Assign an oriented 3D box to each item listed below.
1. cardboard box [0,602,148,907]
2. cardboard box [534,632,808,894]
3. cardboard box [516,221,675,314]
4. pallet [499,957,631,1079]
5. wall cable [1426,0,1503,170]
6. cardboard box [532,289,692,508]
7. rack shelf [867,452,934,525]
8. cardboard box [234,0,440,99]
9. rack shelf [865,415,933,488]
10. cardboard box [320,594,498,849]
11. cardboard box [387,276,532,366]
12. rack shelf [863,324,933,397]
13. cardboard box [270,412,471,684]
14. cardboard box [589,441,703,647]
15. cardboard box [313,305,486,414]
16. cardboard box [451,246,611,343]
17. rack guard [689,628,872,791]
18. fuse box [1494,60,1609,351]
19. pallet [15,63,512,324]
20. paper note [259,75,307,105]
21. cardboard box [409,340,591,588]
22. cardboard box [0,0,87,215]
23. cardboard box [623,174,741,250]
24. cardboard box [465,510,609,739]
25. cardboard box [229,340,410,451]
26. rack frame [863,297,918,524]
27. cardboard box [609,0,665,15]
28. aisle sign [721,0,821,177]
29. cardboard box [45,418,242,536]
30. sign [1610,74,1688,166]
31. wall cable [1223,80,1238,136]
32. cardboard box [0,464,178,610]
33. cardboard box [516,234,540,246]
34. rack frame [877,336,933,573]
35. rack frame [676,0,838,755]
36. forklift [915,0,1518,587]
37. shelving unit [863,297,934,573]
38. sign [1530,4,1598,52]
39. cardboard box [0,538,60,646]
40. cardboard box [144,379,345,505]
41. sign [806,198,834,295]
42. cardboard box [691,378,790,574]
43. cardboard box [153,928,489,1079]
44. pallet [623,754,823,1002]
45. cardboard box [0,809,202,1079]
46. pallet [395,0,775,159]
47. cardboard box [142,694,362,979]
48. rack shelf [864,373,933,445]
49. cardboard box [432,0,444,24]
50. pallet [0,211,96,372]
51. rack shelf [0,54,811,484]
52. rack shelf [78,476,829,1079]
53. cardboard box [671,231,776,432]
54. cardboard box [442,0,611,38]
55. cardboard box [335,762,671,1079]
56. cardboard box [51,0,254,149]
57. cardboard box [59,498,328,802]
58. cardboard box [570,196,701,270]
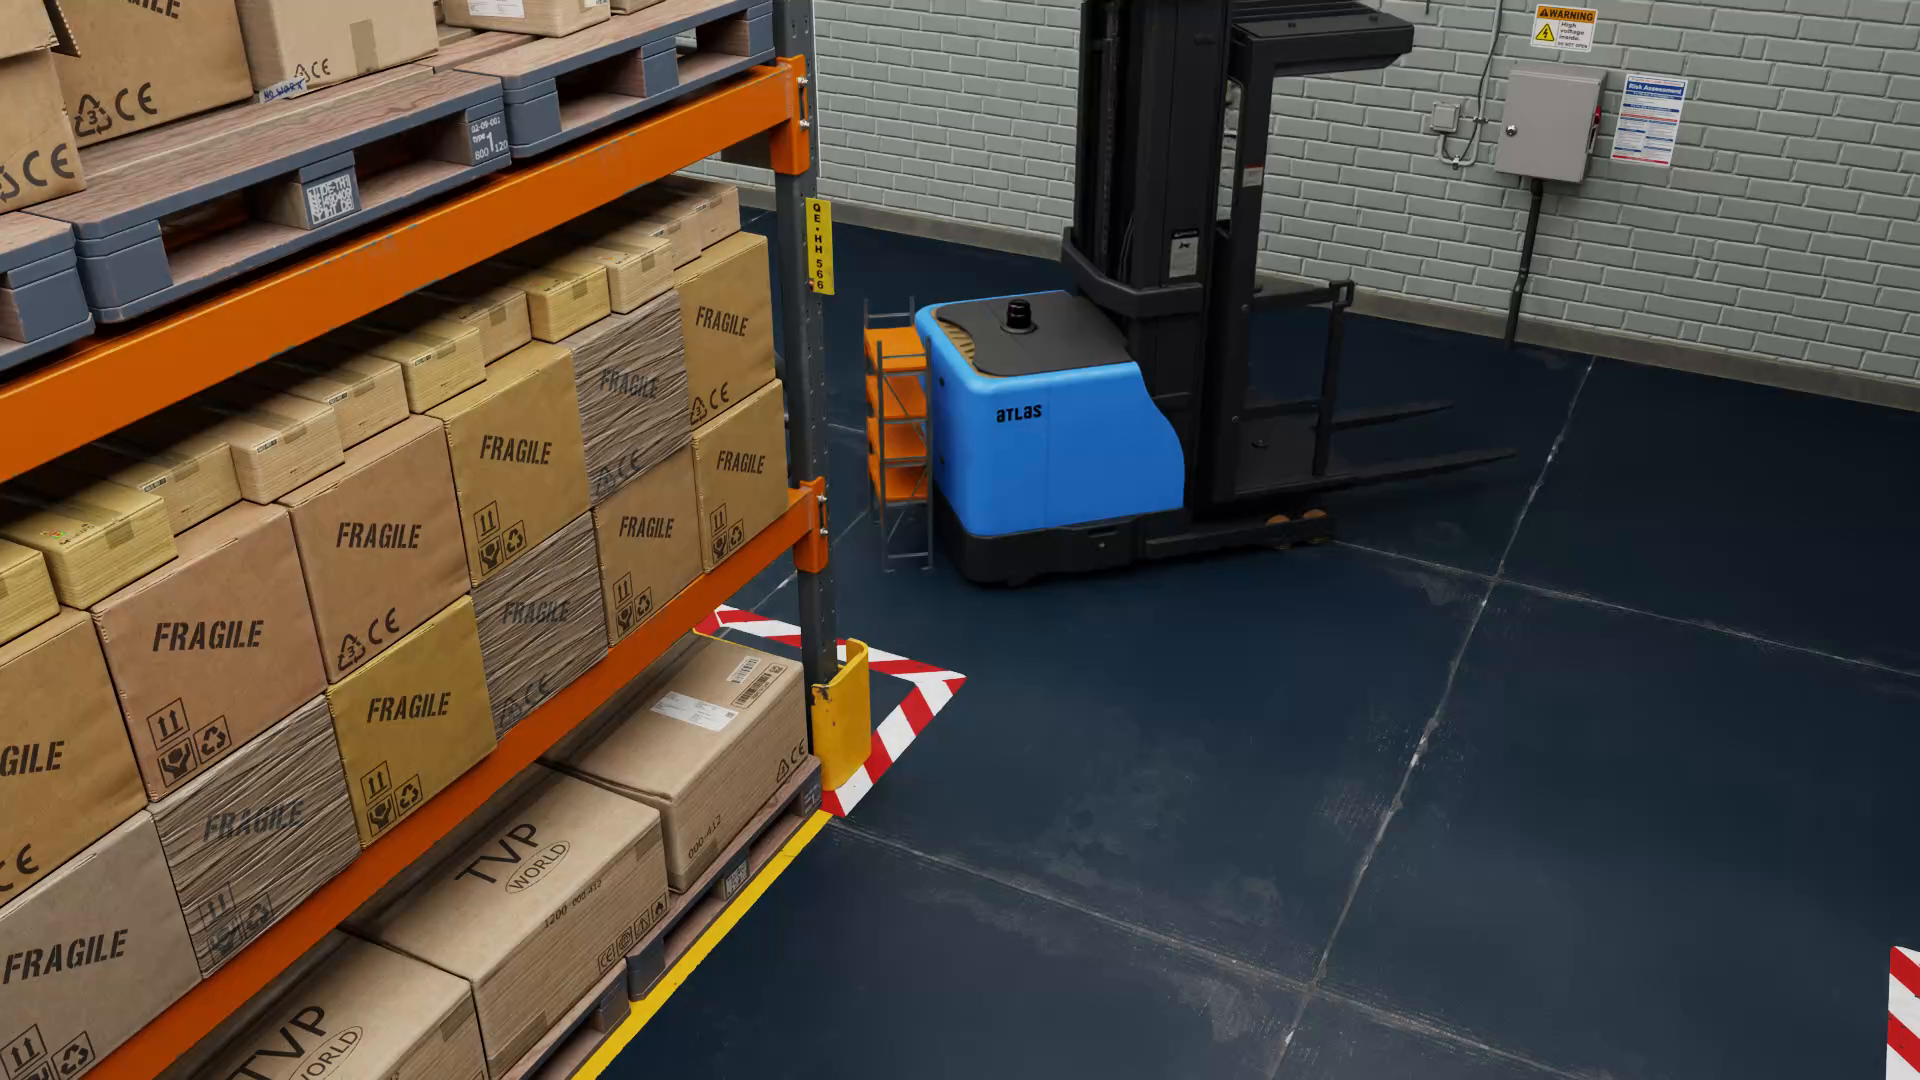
[{"bbox_3d":[-2.100,0.417,3.407,0.500,0.500,0.500,14,33,23],"label":"cardboard box"},{"bbox_3d":[-1.158,0.744,6.093,0.875,0.438,0.875,13,32,22],"label":"cardboard box"},{"bbox_3d":[-1.068,-0.802,4.879,0.380,0.149,0.250,14,33,23],"label":"cardboard box"},{"bbox_3d":[-1.797,1.620,5.217,1.003,0.211,1.213,14,33,23],"label":"pallet"},{"bbox_3d":[2.870,-3.129,9.667,0.588,1.984,0.122,14,33,23],"label":"wall cable"},{"bbox_3d":[-1.166,-0.471,4.954,0.500,0.500,0.500,14,33,23],"label":"cardboard box"},{"bbox_3d":[-0.292,-0.264,8.038,0.258,0.148,0.480,-5,30,-9],"label":"rack shelf"},{"bbox_3d":[-1.672,-1.336,4.119,0.500,0.311,0.500,15,33,24],"label":"cardboard box"},{"bbox_3d":[-0.292,-0.436,7.939,0.258,0.148,0.480,-5,30,-9],"label":"rack shelf"},{"bbox_3d":[-1.621,0.411,4.421,0.500,0.500,0.500,15,33,25],"label":"cardboard box"},{"bbox_3d":[-1.402,-0.600,4.527,0.380,0.149,0.250,14,33,23],"label":"cardboard box"},{"bbox_3d":[-0.292,-0.835,7.710,0.258,0.148,0.480,-5,30,-9],"label":"rack shelf"},{"bbox_3d":[-1.625,-0.030,4.186,0.500,0.500,0.500,14,33,23],"label":"cardboard box"},{"bbox_3d":[-1.172,-0.051,5.226,0.500,0.500,0.500,14,33,22],"label":"cardboard box"},{"bbox_3d":[-1.464,-0.476,4.311,0.380,0.149,0.250,15,33,24],"label":"cardboard box"},{"bbox_3d":[-1.219,-0.700,4.701,0.380,0.149,0.250,15,33,24],"label":"cardboard box"},{"bbox_3d":[-0.935,0.573,6.750,1.175,0.500,0.348,14,33,23],"label":"rack guard"},{"bbox_3d":[3.406,-1.905,9.850,0.539,1.711,0.414,14,33,23],"label":"fuse box"},{"bbox_3d":[-1.829,-0.888,3.862,1.003,0.211,1.213,14,33,23],"label":"pallet"},{"bbox_3d":[-1.385,-0.922,3.405,0.006,0.032,0.123,14,33,23],"label":"paper note"},{"bbox_3d":[-1.394,-0.253,4.573,0.500,0.500,0.500,14,33,23],"label":"cardboard box"},{"bbox_3d":[-2.182,-0.903,3.173,0.797,0.503,0.637,17,34,27],"label":"cardboard box"},{"bbox_3d":[-0.931,-1.054,5.317,0.380,0.149,0.250,15,33,24],"label":"cardboard box"},{"bbox_3d":[-1.398,0.180,4.825,0.500,0.500,0.500,15,33,25],"label":"cardboard box"},{"bbox_3d":[-1.600,-0.364,4.115,0.380,0.149,0.250,15,33,25],"label":"cardboard box"},{"bbox_3d":[-0.334,-0.614,8.114,0.240,1.200,0.015,-5,30,-9],"label":"rack frame"},{"bbox_3d":[-1.071,-1.742,4.887,0.500,0.250,0.500,11,32,19],"label":"cardboard box"},{"bbox_3d":[-0.637,-1.589,5.395,0.394,0.787,0.004,14,33,23],"label":"aisle sign"},{"bbox_3d":[-1.856,-0.144,3.733,0.380,0.149,0.250,14,33,23],"label":"cardboard box"},{"bbox_3d":[3.940,-2.403,9.517,0.329,0.494,0.001,14,33,23],"label":"sign"},{"bbox_3d":[1.602,-3.459,10.210,0.585,1.953,0.123,14,33,23],"label":"wall cable"},{"bbox_3d":[-1.897,-0.014,3.506,0.380,0.149,0.250,13,32,22],"label":"cardboard box"},{"bbox_3d":[-1.410,-1.032,5.278,0.380,0.149,0.250,15,33,24],"label":"cardboard box"},{"bbox_3d":[-0.250,-0.374,7.697,0.240,1.200,0.015,-5,30,-9],"label":"rack frame"},{"bbox_3d":[-0.946,-0.500,6.109,1.000,3.000,0.127,14,33,23],"label":"rack frame"},{"bbox_3d":[1.341,-1.466,7.860,3.031,2.935,1.130,-9,31,-15],"label":"forklift"},{"bbox_3d":[-0.292,-0.494,7.906,0.258,1.200,0.503,-5,30,-9],"label":"shelving unit"},{"bbox_3d":[3.451,-2.927,9.505,0.339,0.242,0.001,14,33,23],"label":"sign"},{"bbox_3d":[-2.044,0.097,3.313,0.380,0.149,0.250,14,33,23],"label":"cardboard box"},{"bbox_3d":[-1.683,-0.237,3.895,0.380,0.149,0.250,14,33,23],"label":"cardboard box"},{"bbox_3d":[-0.469,-0.976,5.537,0.100,0.325,0.005,14,33,23],"label":"sign"},{"bbox_3d":[-0.930,-0.270,5.607,0.500,0.500,0.500,14,33,24],"label":"cardboard box"},{"bbox_3d":[-1.979,1.551,4.688,0.875,0.438,0.875,13,32,22],"label":"cardboard box"},{"bbox_3d":[-1.241,1.081,6.155,1.003,0.211,1.213,14,33,23],"label":"pallet"},{"bbox_3d":[-2.088,0.859,3.642,0.500,0.500,0.500,15,33,24],"label":"cardboard box"},{"bbox_3d":[-1.275,-1.431,4.807,1.003,0.211,1.213,14,33,23],"label":"pallet"},{"bbox_3d":[-1.856,0.640,4.023,0.500,0.500,0.500,15,33,24],"label":"cardboard box"},{"bbox_3d":[-0.292,-0.630,7.828,0.258,0.148,0.480,-5,30,-9],"label":"rack shelf"},{"bbox_3d":[-1.646,-1.487,4.546,0.380,0.149,0.250,16,33,25],"label":"cardboard box"},{"bbox_3d":[-2.386,-0.350,2.924,1.003,0.211,1.213,14,33,23],"label":"pallet"},{"bbox_3d":[-1.857,-0.602,3.997,1.077,0.370,4.000,14,33,23],"label":"rack shelf"},{"bbox_3d":[-1.857,0.698,4.744,1.077,0.370,4.000,14,33,23],"label":"rack shelf"},{"bbox_3d":[-0.954,-0.709,5.369,0.500,0.500,0.500,15,33,25],"label":"cardboard box"},{"bbox_3d":[-1.191,-1.494,4.557,0.380,0.149,0.250,12,32,19],"label":"cardboard box"},{"bbox_3d":[-1.567,1.152,5.384,0.875,0.438,0.875,15,33,25],"label":"cardboard box"},{"bbox_3d":[-1.998,-1.210,3.711,0.500,0.500,0.500,15,33,24],"label":"cardboard box"},{"bbox_3d":[-1.856,0.193,3.798,0.500,0.500,0.500,15,33,24],"label":"cardboard box"},{"bbox_3d":[-1.025,-0.936,5.112,0.380,0.149,0.250,15,33,24],"label":"cardboard box"}]
